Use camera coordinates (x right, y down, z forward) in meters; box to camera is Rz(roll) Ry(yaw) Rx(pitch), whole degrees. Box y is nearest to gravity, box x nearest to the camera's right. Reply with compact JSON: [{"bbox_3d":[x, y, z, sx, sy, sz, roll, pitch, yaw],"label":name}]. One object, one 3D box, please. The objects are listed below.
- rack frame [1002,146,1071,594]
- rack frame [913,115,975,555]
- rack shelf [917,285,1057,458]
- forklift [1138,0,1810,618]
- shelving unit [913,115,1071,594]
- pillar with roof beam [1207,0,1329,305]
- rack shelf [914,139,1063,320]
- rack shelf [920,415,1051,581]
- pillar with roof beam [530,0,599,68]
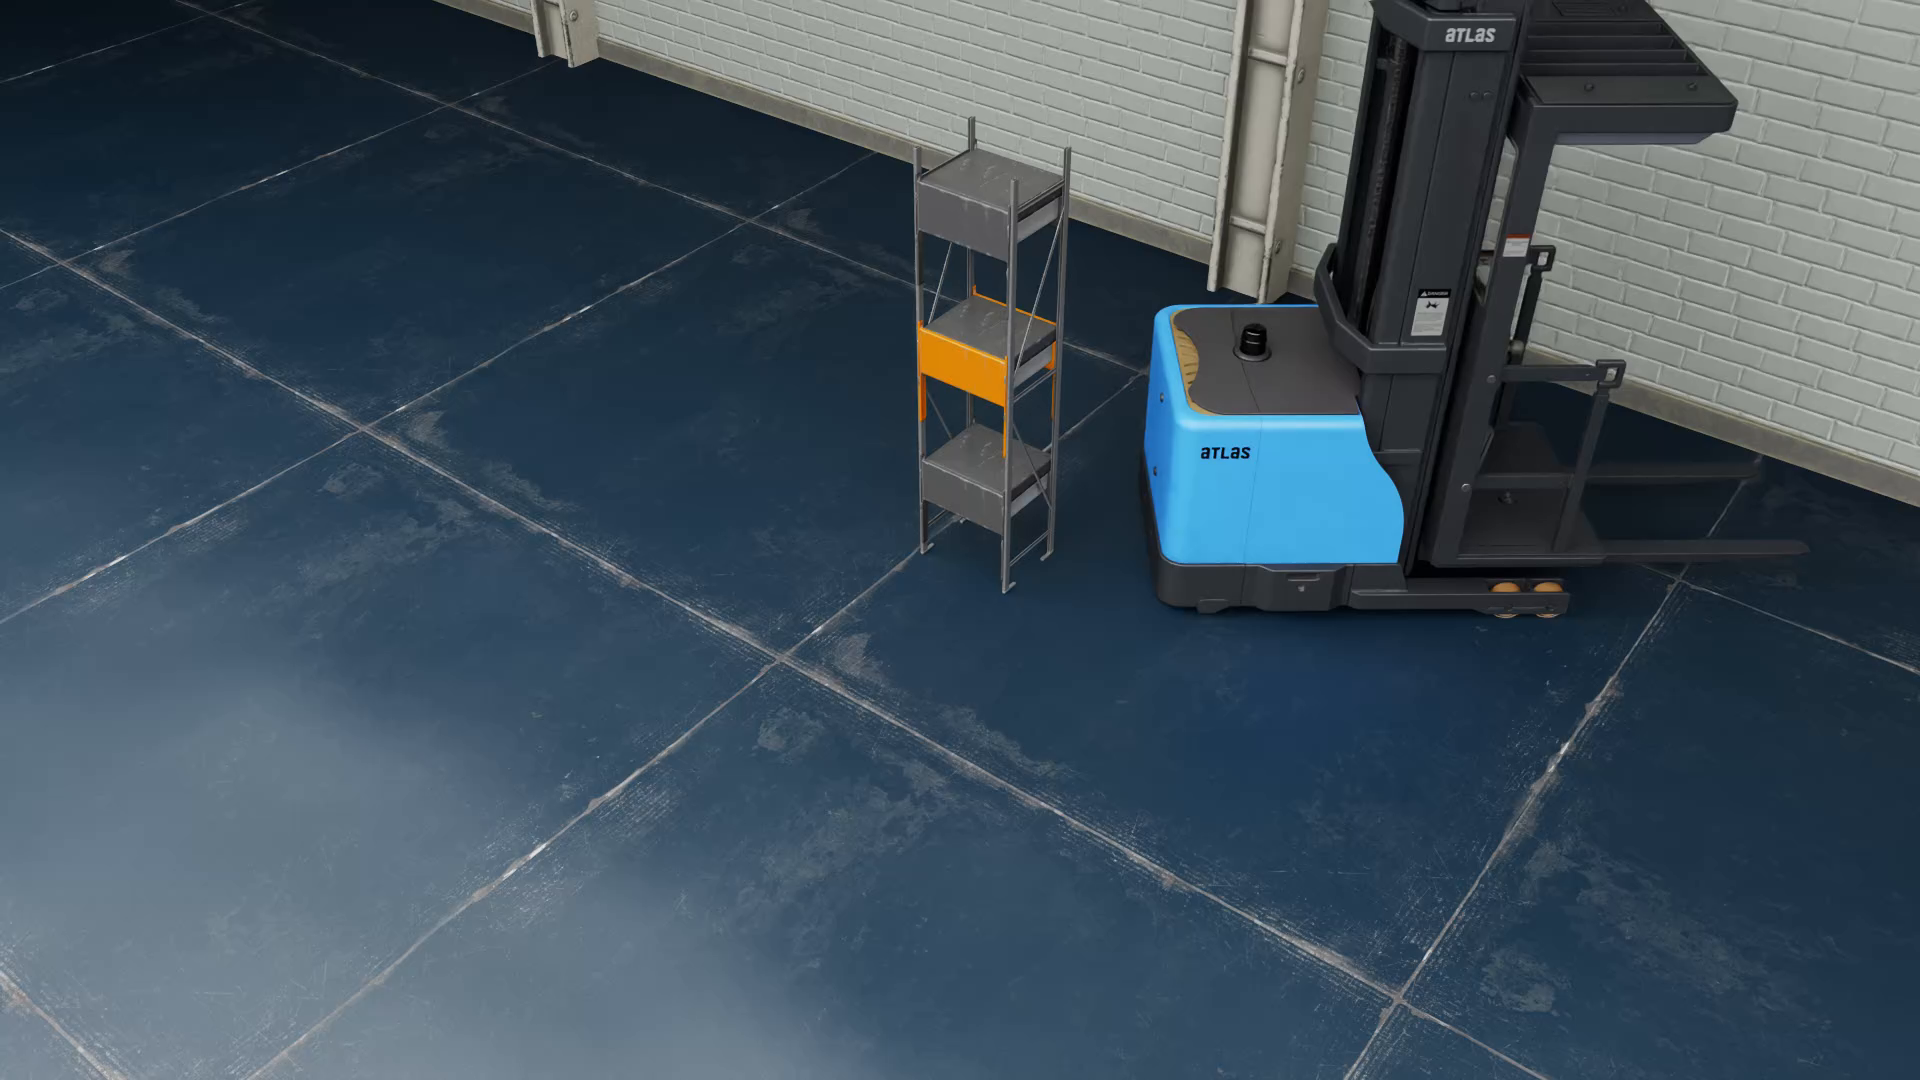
[{"bbox_3d":[0.325,-0.673,7.268,0.015,2.100,0.400,25,45,29],"label":"rack frame"},{"bbox_3d":[-0.062,-0.856,7.501,0.015,2.100,0.400,25,45,29],"label":"rack frame"},{"bbox_3d":[0.131,-0.754,7.393,0.480,0.518,0.431,25,45,29],"label":"rack shelf"},{"bbox_3d":[2.414,-1.124,7.168,3.031,2.935,1.130,0,38,0],"label":"forklift"},{"bbox_3d":[0.131,-0.765,7.384,0.503,2.100,0.431,25,45,29],"label":"shelving unit"},{"bbox_3d":[-0.877,-2.951,4.580,0.400,9.000,9.100,25,45,29],"label":"pillar with roof beam"},{"bbox_3d":[0.131,-1.305,6.961,0.480,0.518,0.431,25,45,29],"label":"rack shelf"},{"bbox_3d":[0.131,-0.203,7.824,0.480,0.518,0.431,25,45,29],"label":"rack shelf"},{"bbox_3d":[-5.643,-5.198,7.450,0.400,9.000,9.100,25,45,29],"label":"pillar with roof beam"}]
